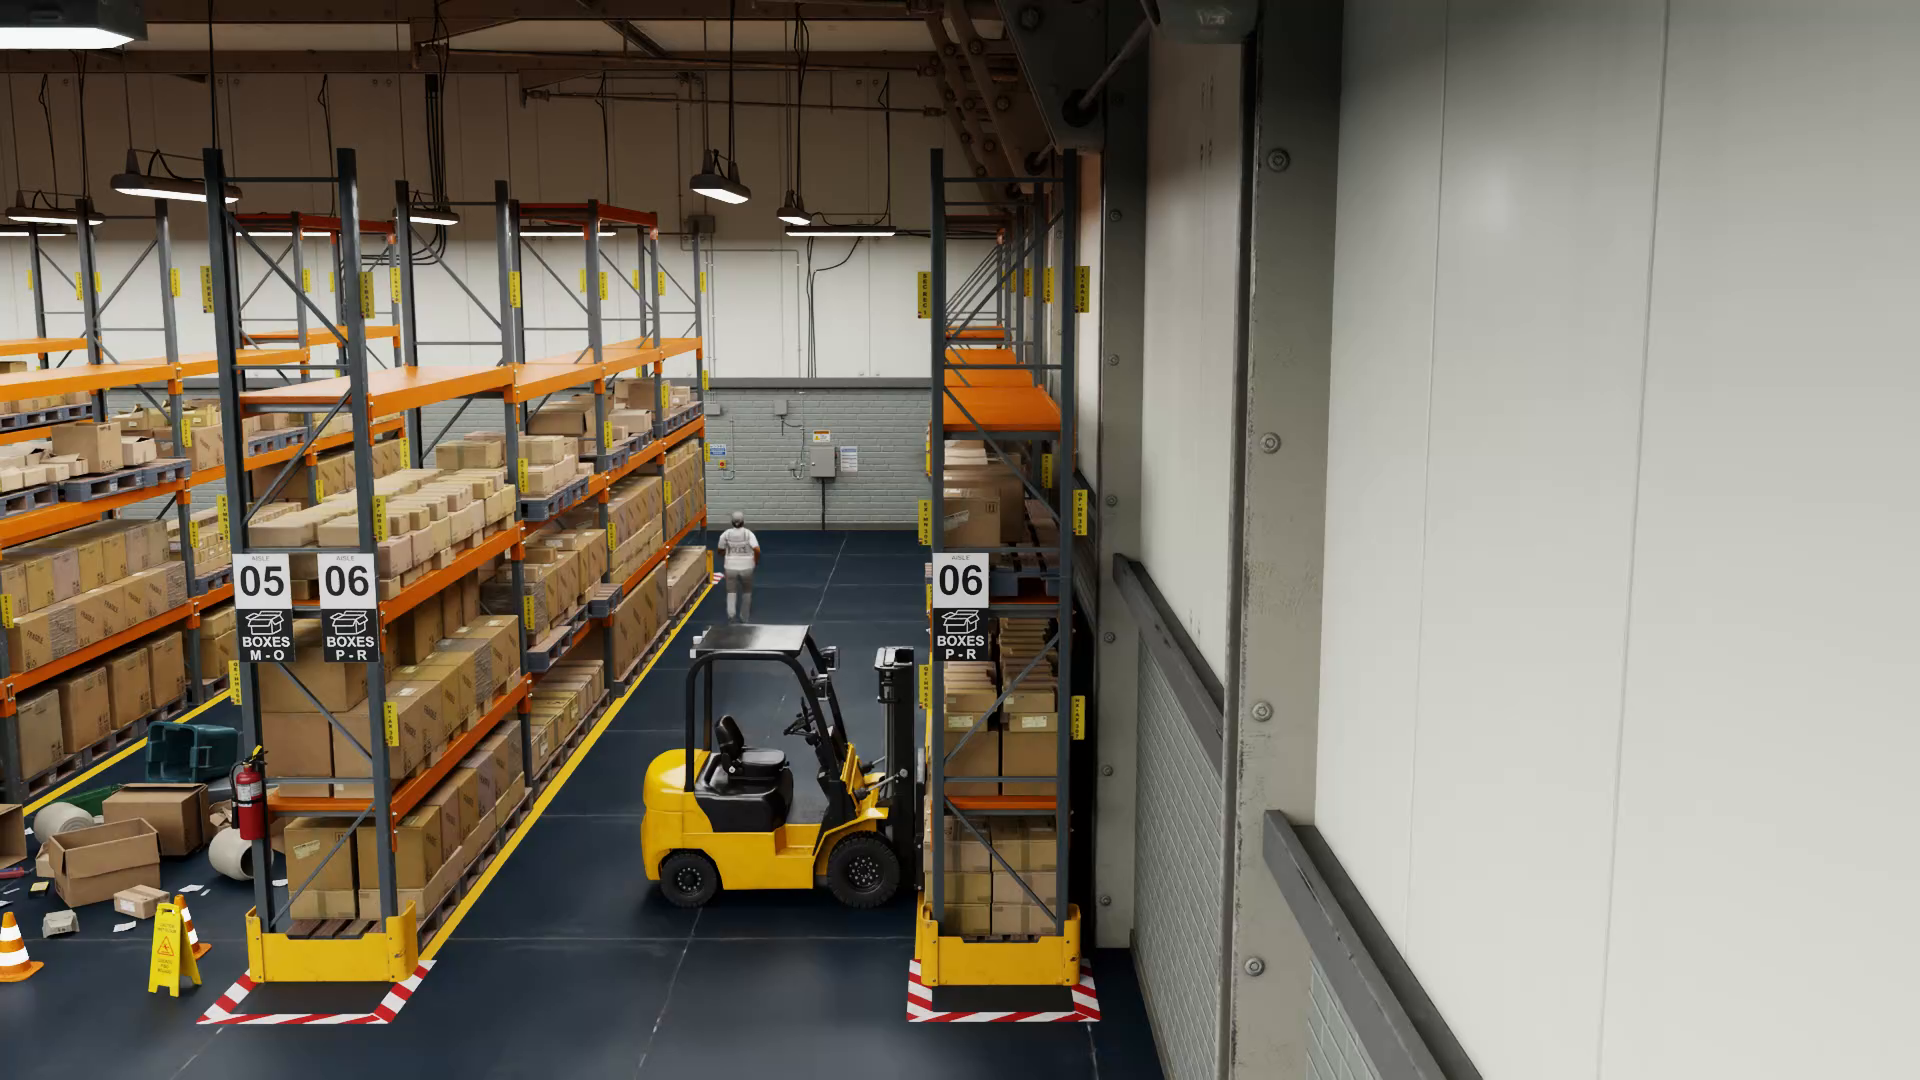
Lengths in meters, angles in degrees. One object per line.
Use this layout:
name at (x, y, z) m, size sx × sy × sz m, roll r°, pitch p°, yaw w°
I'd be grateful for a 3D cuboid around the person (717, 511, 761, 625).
person at (-3.041, 0.415, 22.968) m, size 0.615 × 1.654 × 0.651 m, roll 0°, pitch 9°, yaw -1°

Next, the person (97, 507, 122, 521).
person at (-15.070, -0.380, 29.280) m, size 0.830 × 1.756 × 0.733 m, roll 2°, pitch 9°, yaw 13°
